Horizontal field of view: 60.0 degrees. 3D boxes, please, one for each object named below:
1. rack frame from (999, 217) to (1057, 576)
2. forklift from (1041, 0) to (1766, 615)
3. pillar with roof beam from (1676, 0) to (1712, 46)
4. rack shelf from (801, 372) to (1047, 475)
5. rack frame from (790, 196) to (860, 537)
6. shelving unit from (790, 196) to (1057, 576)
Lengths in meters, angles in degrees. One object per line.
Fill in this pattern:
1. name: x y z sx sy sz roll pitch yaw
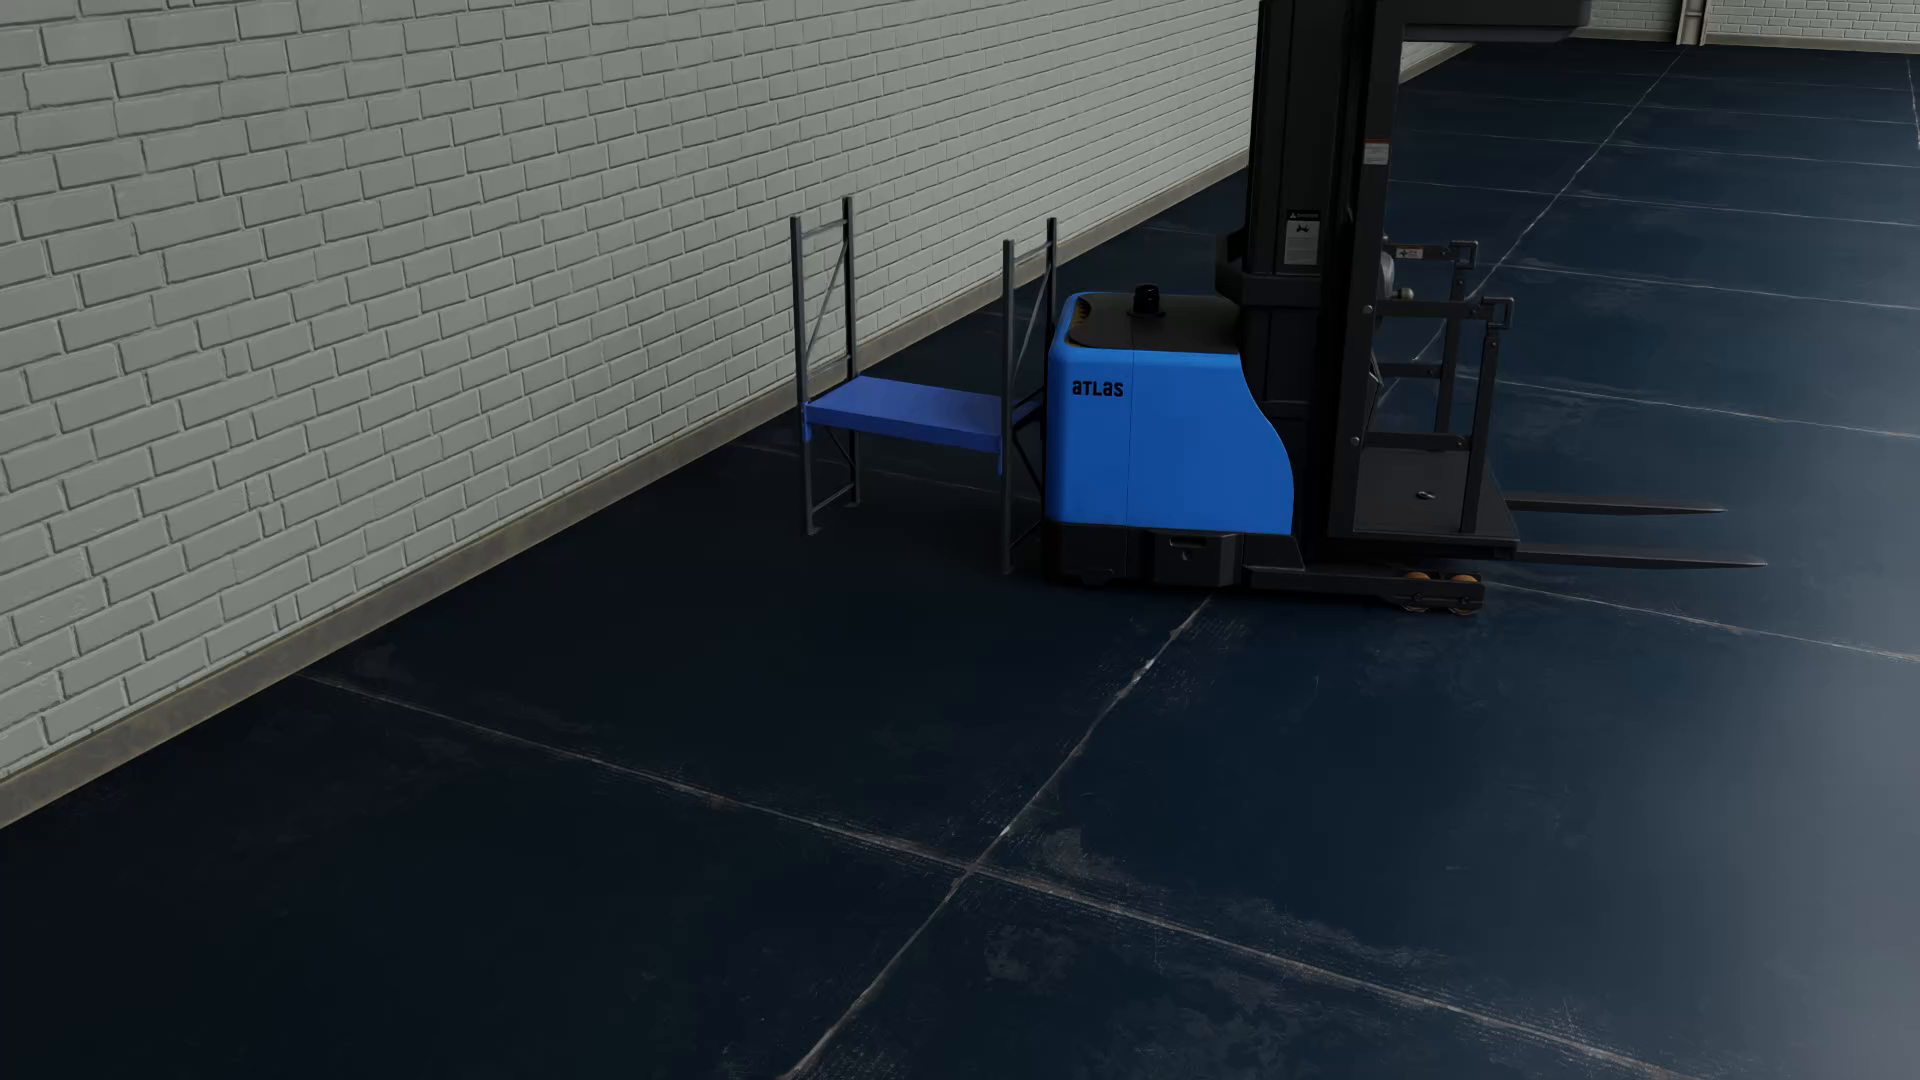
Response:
1. rack frame: 0.299 -0.620 7.292 0.032 1.500 0.500 11 25 24
2. forklift: 1.914 -1.255 6.957 3.031 2.935 1.130 3 23 8
3. pillar with roof beam: 9.460 -10.386 20.673 0.400 9.000 9.100 11 25 25
4. rack shelf: -0.158 -0.542 7.567 1.000 0.185 0.538 11 25 24
5. rack frame: -0.615 -0.795 7.702 0.032 1.500 0.500 11 25 24
6. shelving unit: -0.158 -0.707 7.497 1.048 1.500 0.538 11 25 24
